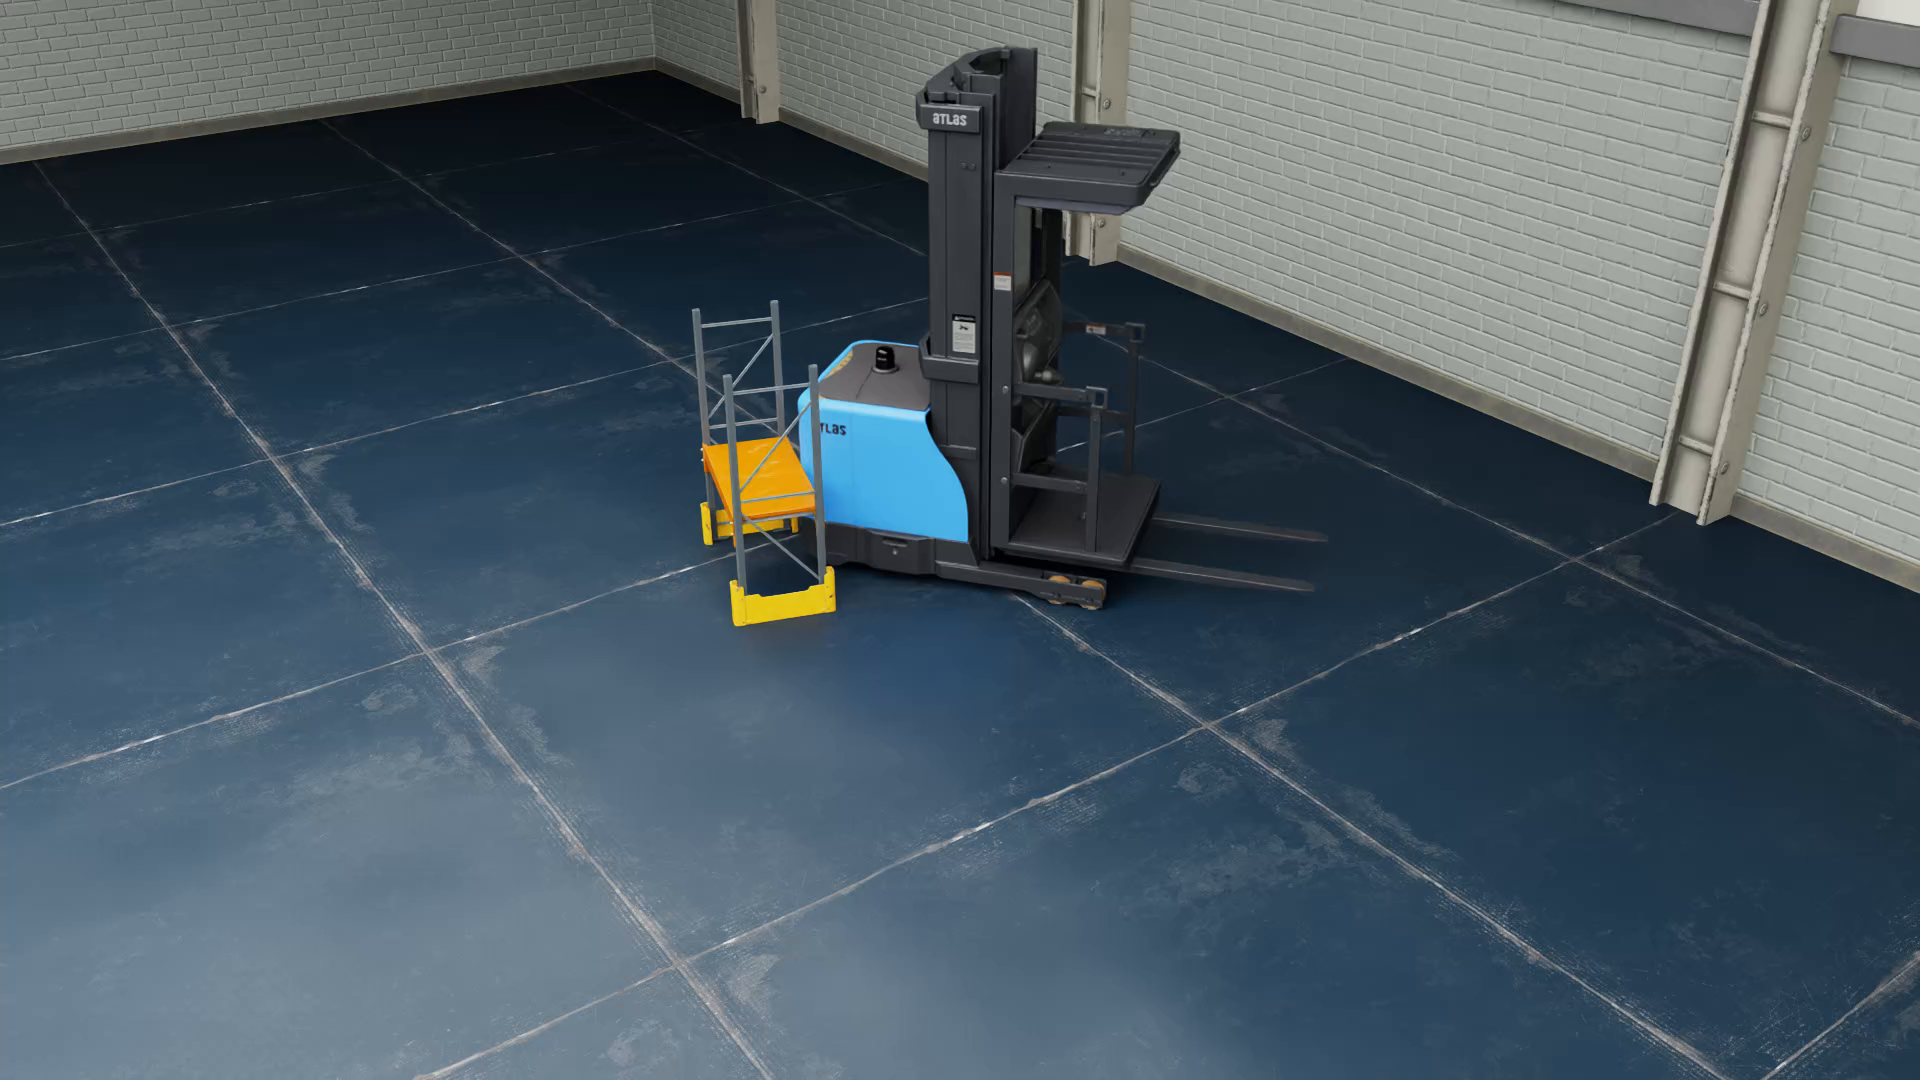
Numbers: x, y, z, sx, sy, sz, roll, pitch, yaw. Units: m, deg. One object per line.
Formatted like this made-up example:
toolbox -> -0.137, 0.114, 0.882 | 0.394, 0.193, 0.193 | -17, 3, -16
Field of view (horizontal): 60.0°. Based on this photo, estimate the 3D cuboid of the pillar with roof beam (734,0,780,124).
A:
pillar with roof beam -> -5.802, -7.635, 14.878 | 9.100, 9.000, 0.400 | -19, 34, -31

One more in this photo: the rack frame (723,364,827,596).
rack frame -> -0.997, -0.231, 9.104 | 0.500, 1.500, 0.032 | -8, 30, -15

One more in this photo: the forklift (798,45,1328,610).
forklift -> 0.628, -1.172, 9.336 | 3.031, 2.935, 1.130 | 8, 30, 15

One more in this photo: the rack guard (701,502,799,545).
rack guard -> -1.291, -0.137, 10.240 | 0.587, 0.250, 0.087 | -8, 30, -15

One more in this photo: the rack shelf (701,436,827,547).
rack shelf -> -1.147, -0.305, 9.617 | 0.538, 0.185, 1.000 | -8, 30, -15

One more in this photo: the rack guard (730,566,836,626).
rack guard -> -0.997, 0.317, 9.404 | 0.587, 0.250, 0.087 | -8, 30, -15

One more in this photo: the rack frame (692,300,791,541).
rack frame -> -1.297, -0.695, 9.958 | 0.500, 1.500, 0.032 | -8, 30, -15

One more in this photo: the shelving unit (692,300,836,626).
shelving unit -> -1.144, -0.459, 9.523 | 0.587, 1.500, 1.083 | -8, 30, -15

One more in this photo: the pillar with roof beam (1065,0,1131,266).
pillar with roof beam -> -2.321, -5.302, 10.584 | 9.100, 9.000, 0.400 | -19, 34, -31

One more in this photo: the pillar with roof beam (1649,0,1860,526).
pillar with roof beam -> 1.159, -2.969, 6.289 | 9.100, 9.000, 0.400 | -19, 34, -31
